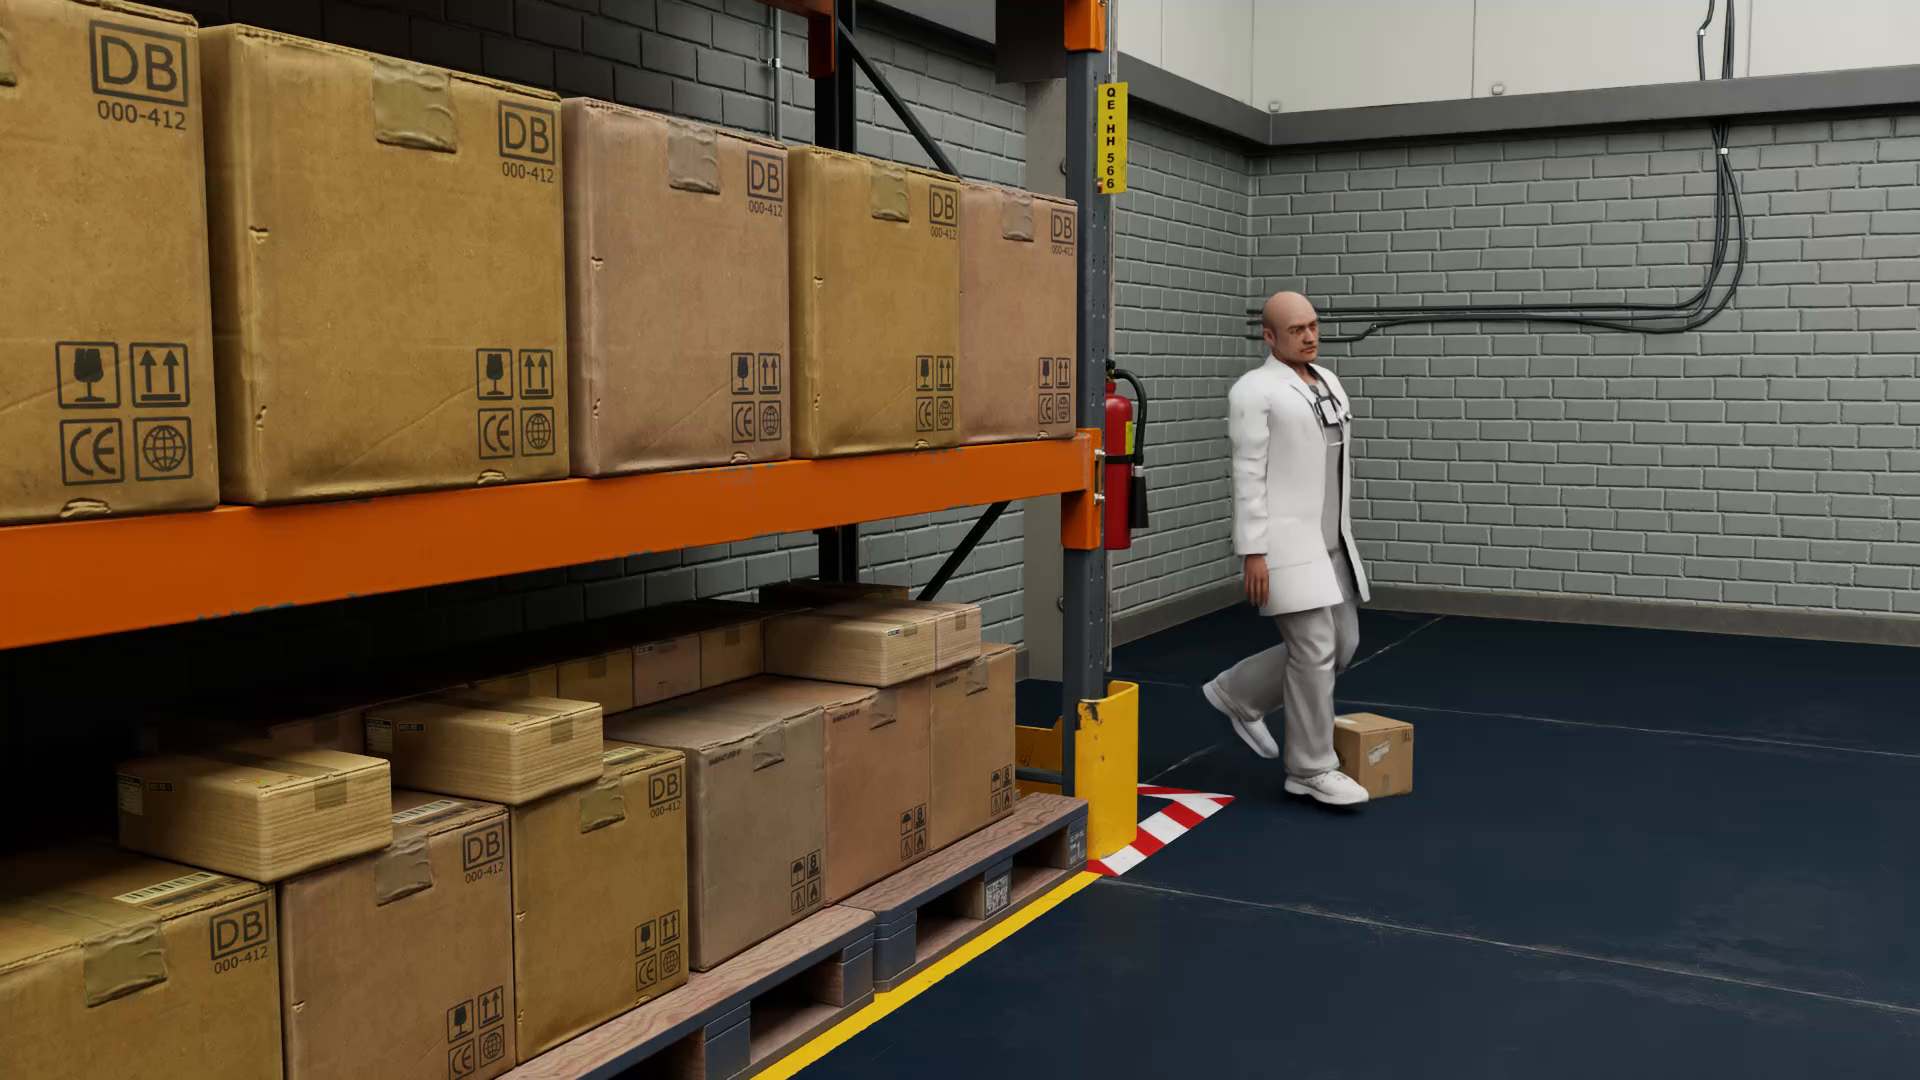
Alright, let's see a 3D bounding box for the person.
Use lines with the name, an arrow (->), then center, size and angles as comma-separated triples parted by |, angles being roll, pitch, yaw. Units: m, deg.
person -> 1.152, 0.013, 5.856 | 0.596, 1.754, 0.778 | -6, 8, -44
